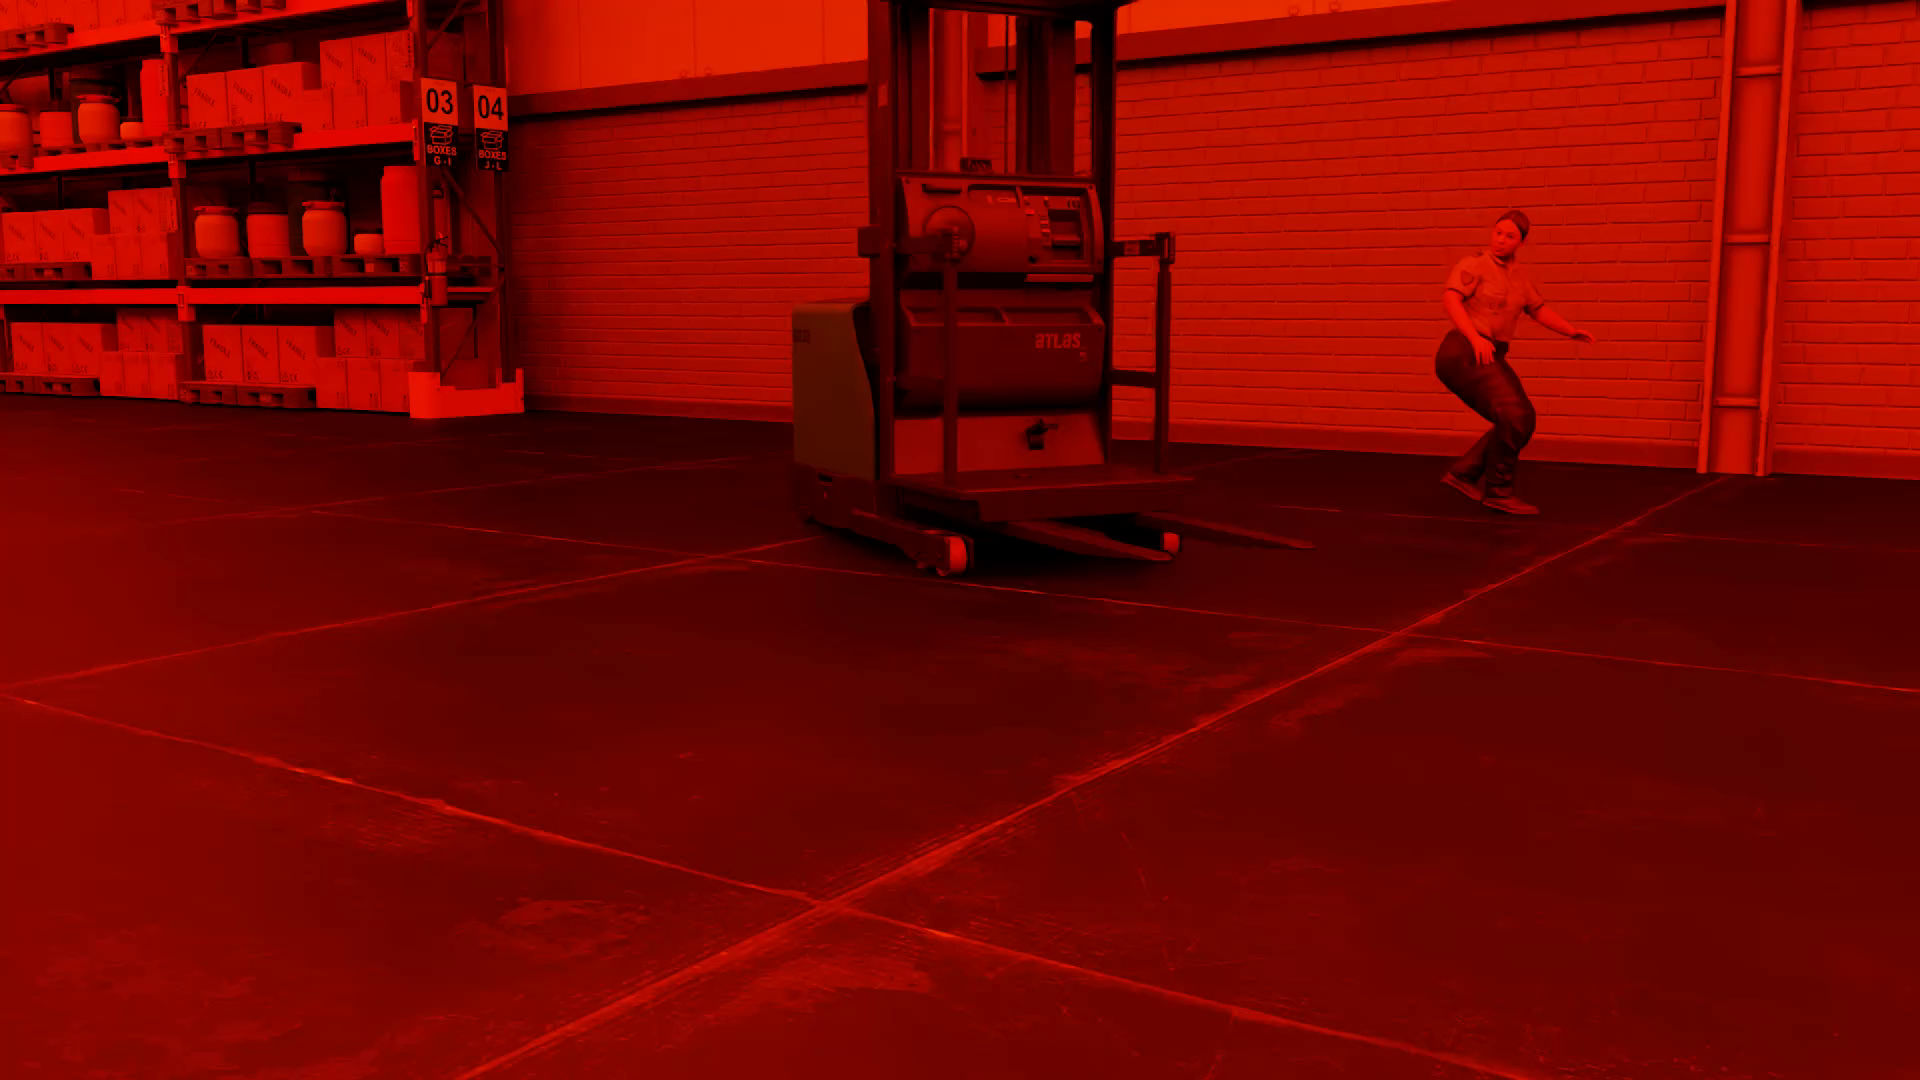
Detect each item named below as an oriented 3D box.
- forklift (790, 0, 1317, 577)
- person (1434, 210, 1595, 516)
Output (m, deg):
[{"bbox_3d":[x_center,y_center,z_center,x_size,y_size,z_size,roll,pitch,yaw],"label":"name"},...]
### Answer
[{"bbox_3d":[0.283,-1.374,6.858,1.130,2.935,3.031,-4,9,-26],"label":"forklift"},{"bbox_3d":[2.806,-0.905,8.501,0.732,1.541,0.779,7,11,40],"label":"person"}]
